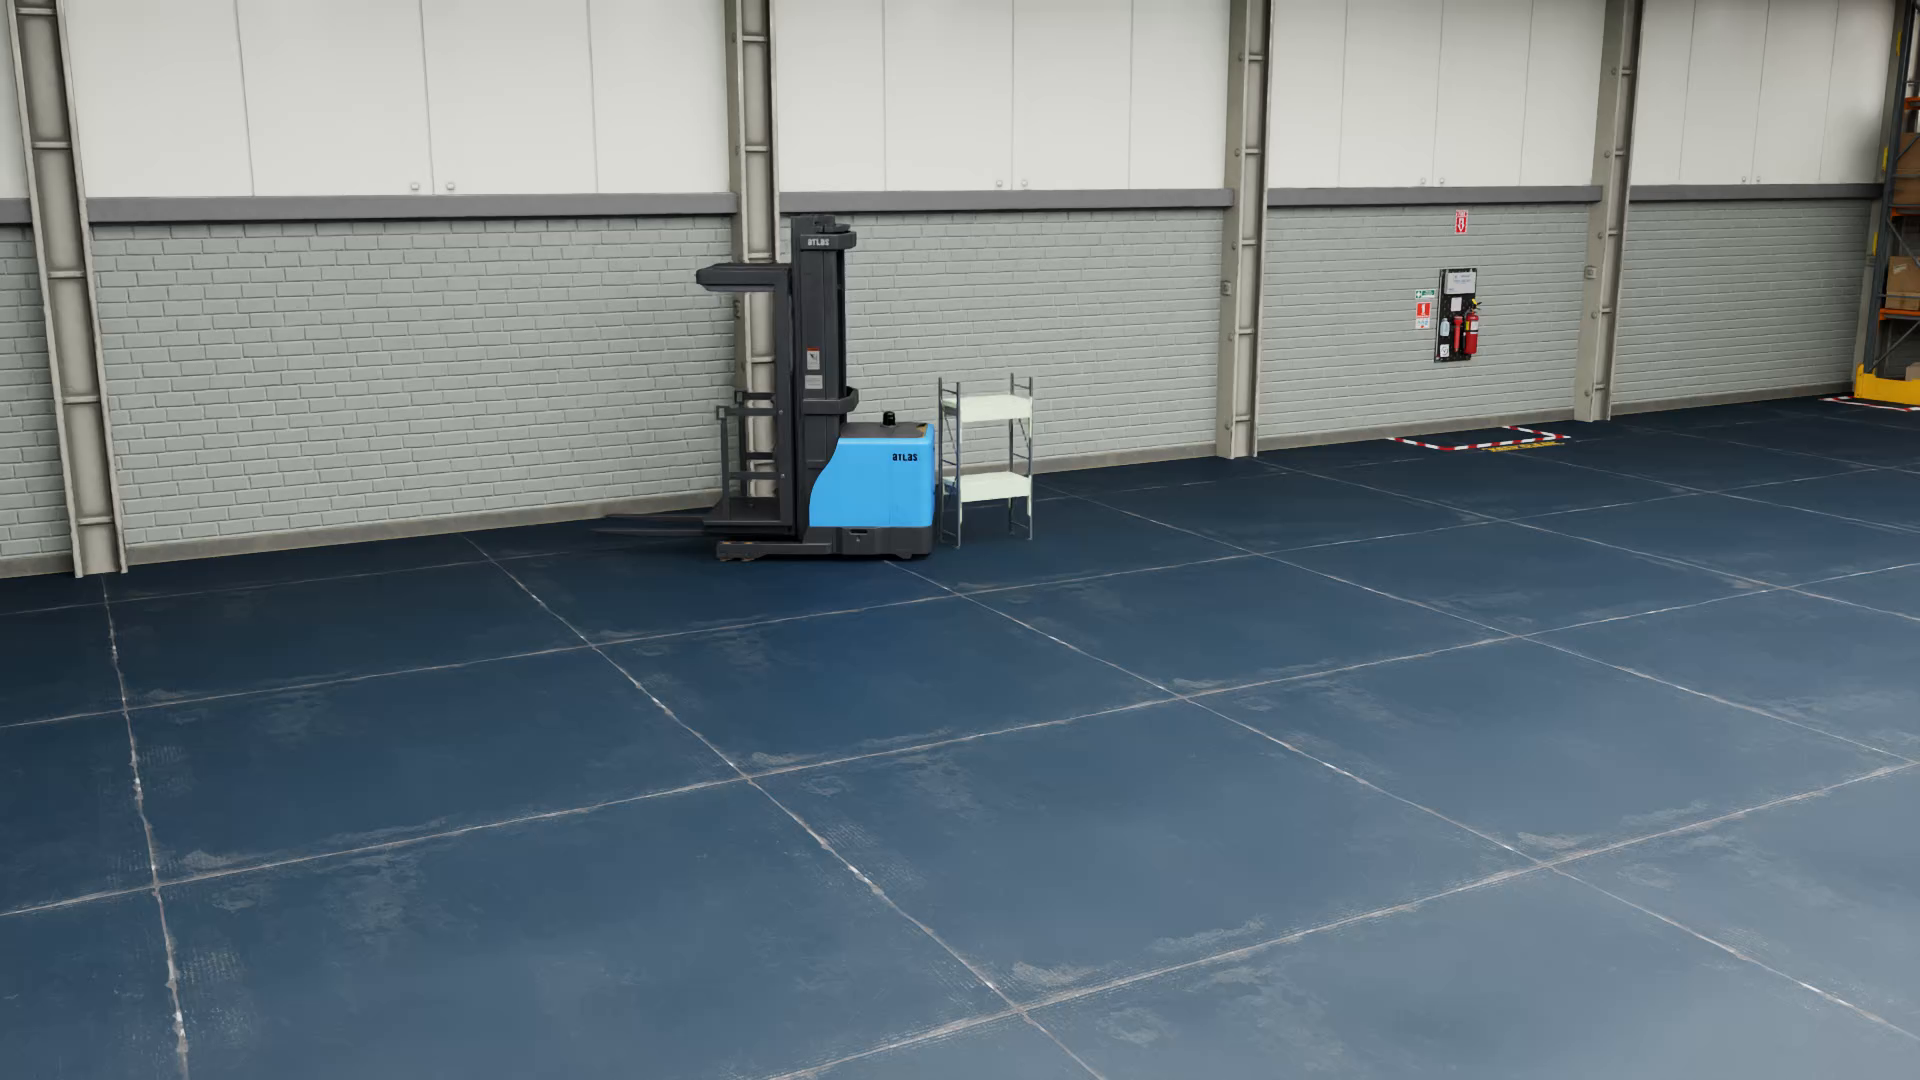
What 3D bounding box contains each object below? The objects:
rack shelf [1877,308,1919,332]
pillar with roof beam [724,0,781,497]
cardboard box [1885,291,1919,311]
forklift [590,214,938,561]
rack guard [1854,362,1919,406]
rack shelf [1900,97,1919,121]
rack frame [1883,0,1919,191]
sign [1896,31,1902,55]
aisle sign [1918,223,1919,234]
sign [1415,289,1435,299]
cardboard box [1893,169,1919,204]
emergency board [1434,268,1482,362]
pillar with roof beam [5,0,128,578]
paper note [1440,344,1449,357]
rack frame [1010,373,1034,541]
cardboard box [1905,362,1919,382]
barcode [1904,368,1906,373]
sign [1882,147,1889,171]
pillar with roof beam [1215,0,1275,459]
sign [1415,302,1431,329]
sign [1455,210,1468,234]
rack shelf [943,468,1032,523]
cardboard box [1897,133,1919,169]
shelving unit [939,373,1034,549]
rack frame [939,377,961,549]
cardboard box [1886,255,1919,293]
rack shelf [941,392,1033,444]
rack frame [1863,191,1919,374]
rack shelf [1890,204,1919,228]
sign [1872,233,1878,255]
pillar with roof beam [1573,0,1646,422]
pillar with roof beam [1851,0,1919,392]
[{"bbox_3d":[15.354,-3.342,24.906,4.000,0.370,1.077,-7,14,-28],"label":"rack shelf"},{"bbox_3d":[0.062,-3.926,12.201,0.400,9.000,9.100,-7,14,-28],"label":"pillar with roof beam"},{"bbox_3d":[13.916,-3.506,24.291,0.500,0.250,0.500,-7,14,-27],"label":"cardboard box"},{"bbox_3d":[-1.731,-1.359,14.614,3.031,2.935,1.130,0,13,1],"label":"forklift"},{"bbox_3d":[13.665,-2.271,24.202,0.348,0.500,1.175,-7,14,-28],"label":"rack guard"},{"bbox_3d":[15.354,-6.267,24.248,4.000,0.370,1.077,-7,14,-28],"label":"rack shelf"},{"bbox_3d":[13.598,-6.409,23.233,0.127,3.000,1.000,-7,14,-28],"label":"rack frame"},{"bbox_3d":[13.350,-7.051,23.598,0.005,0.325,0.100,-7,14,-28],"label":"sign"},{"bbox_3d":[13.679,-4.685,23.316,0.004,0.787,0.394,-7,14,-28],"label":"aisle sign"},{"bbox_3d":[5.818,-3.075,20.795,0.331,0.109,0.001,-7,14,-28],"label":"sign"},{"bbox_3d":[13.843,-5.097,23.961,0.500,0.500,0.500,-6,14,-24],"label":"cardboard box"},{"bbox_3d":[6.344,-2.839,21.033,0.643,1.169,0.194,-7,14,-28],"label":"emergency board"},{"bbox_3d":[-5.205,-3.295,9.396,0.400,9.000,9.100,-7,14,-28],"label":"pillar with roof beam"},{"bbox_3d":[6.156,-2.404,21.106,0.142,0.148,0.016,-7,14,-28],"label":"paper note"},{"bbox_3d":[0.566,-0.763,15.223,0.023,1.500,0.400,-6,14,-26],"label":"rack frame"},{"bbox_3d":[14.249,-2.441,24.385,0.500,0.311,0.500,-9,15,-34],"label":"cardboard box"},{"bbox_3d":[14.073,-2.524,24.735,0.075,0.075,0.001,-7,14,-28],"label":"barcode"},{"bbox_3d":[13.350,-5.487,23.950,0.005,0.325,0.100,-7,14,-28],"label":"sign"},{"bbox_3d":[5.328,-4.557,15.005,0.400,9.000,9.100,-7,14,-28],"label":"pillar with roof beam"},{"bbox_3d":[5.810,-2.818,20.859,0.234,0.329,0.001,-7,14,-28],"label":"sign"},{"bbox_3d":[6.290,-3.988,20.860,0.199,0.298,0.001,-7,14,-28],"label":"sign"},{"bbox_3d":[0.239,-0.409,15.134,0.720,0.370,0.431,-6,14,-26],"label":"rack shelf"},{"bbox_3d":[13.851,-5.588,23.865,0.500,0.500,0.500,-6,14,-25],"label":"cardboard box"},{"bbox_3d":[0.239,-0.727,15.063,0.755,1.500,0.431,-6,14,-26],"label":"shelving unit"},{"bbox_3d":[-0.088,-0.690,14.902,0.023,1.500,0.400,-6,14,-26],"label":"rack frame"},{"bbox_3d":[13.910,-3.875,24.226,0.500,0.500,0.500,-7,14,-28],"label":"cardboard box"},{"bbox_3d":[0.239,-1.107,14.977,0.720,0.370,0.431,-6,14,-26],"label":"rack shelf"},{"bbox_3d":[13.598,-3.482,23.892,0.127,3.000,1.000,-7,14,-28],"label":"rack frame"},{"bbox_3d":[15.354,-4.805,24.577,4.000,0.370,1.077,-7,14,-28],"label":"rack shelf"},{"bbox_3d":[13.350,-4.311,24.215,0.005,0.325,0.100,-7,14,-28],"label":"sign"},{"bbox_3d":[10.594,-5.189,17.810,0.400,9.000,9.100,-7,14,-28],"label":"pillar with roof beam"},{"bbox_3d":[15.861,-5.820,20.615,0.400,9.000,9.100,-7,14,-28],"label":"pillar with roof beam"}]
